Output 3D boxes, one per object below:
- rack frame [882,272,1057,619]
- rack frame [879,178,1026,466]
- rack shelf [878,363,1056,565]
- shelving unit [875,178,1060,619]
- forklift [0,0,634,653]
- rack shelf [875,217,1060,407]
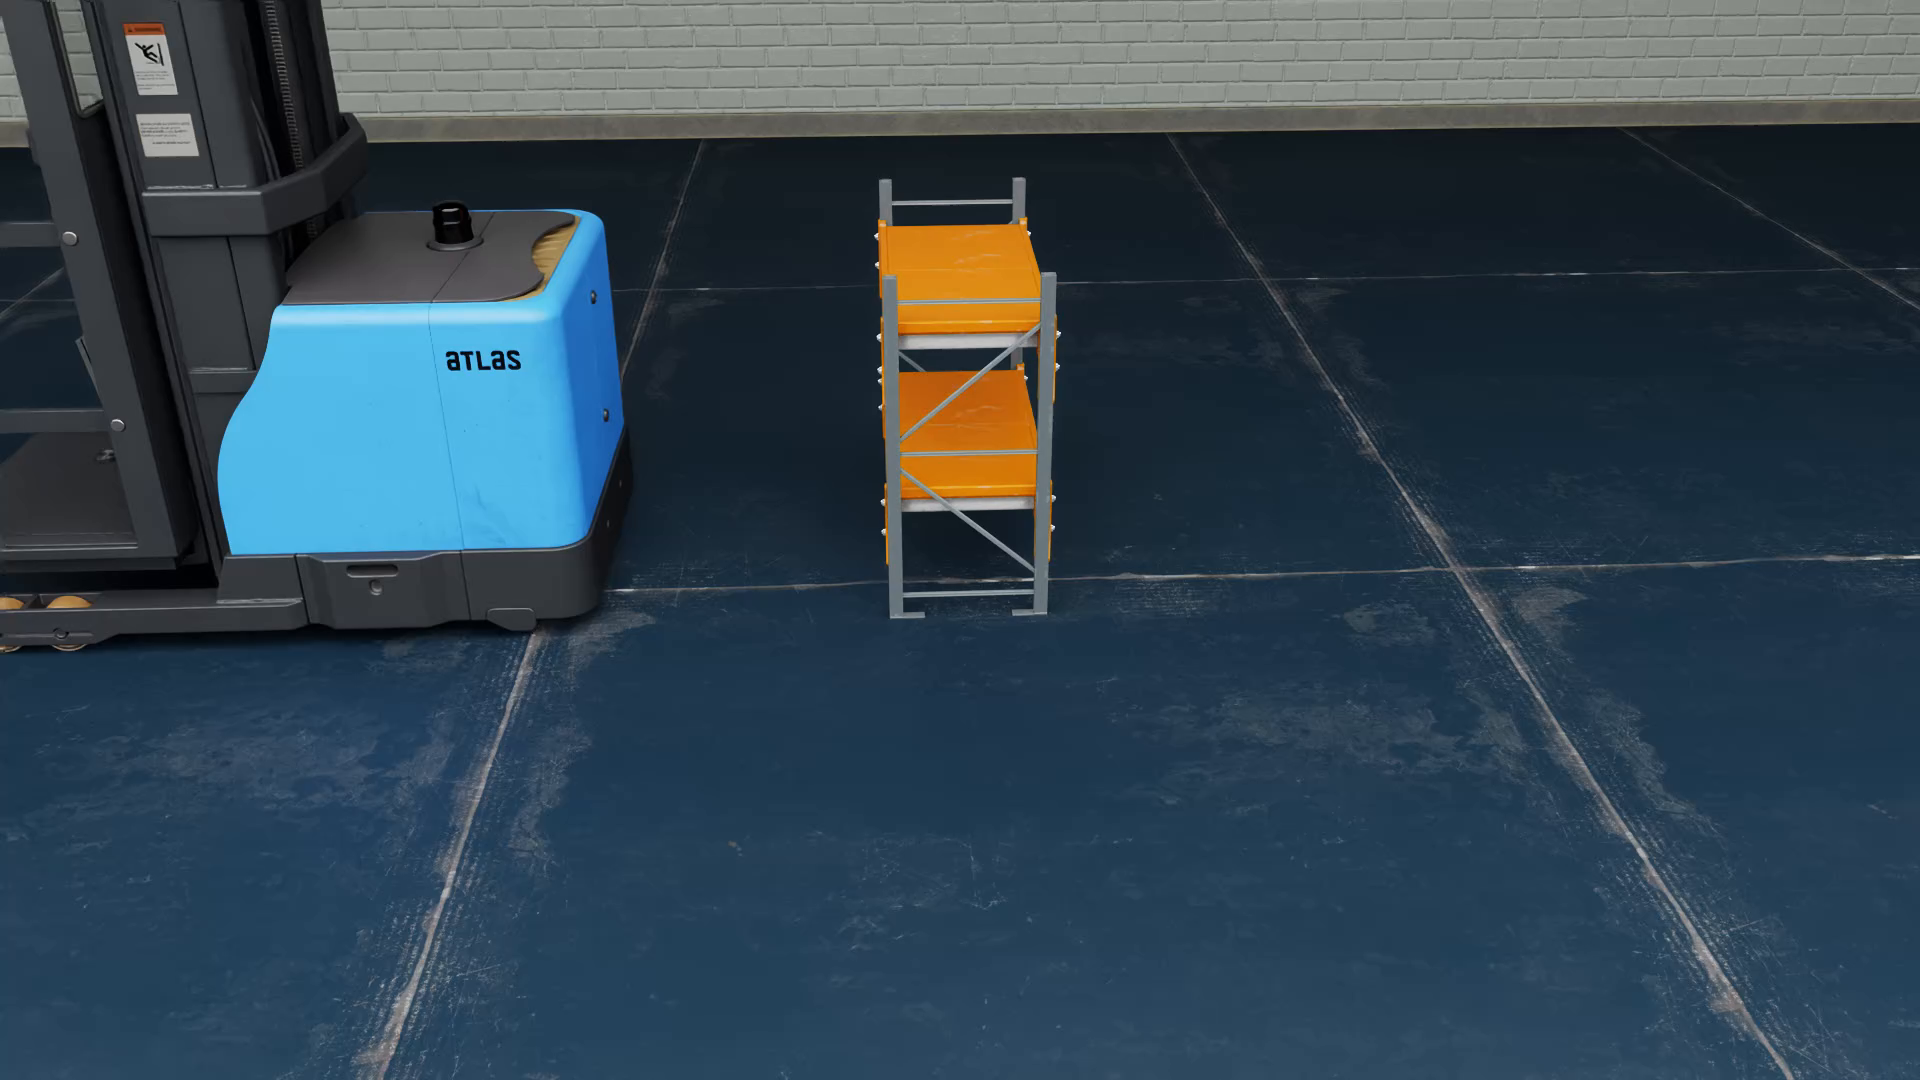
[{"bbox_3d":[0.027,-0.261,5.034,0.500,1.125,0.032,-1,28,-3],"label":"rack frame"},{"bbox_3d":[-0.026,-0.730,5.934,0.500,1.125,0.032,-1,28,-3],"label":"rack frame"},{"bbox_3d":[0.000,-0.279,5.597,0.538,0.278,1.000,-1,28,-3],"label":"rack shelf"},{"bbox_3d":[0.000,-0.496,5.484,0.538,1.125,1.048,-1,28,-3],"label":"shelving unit"},{"bbox_3d":[-2.665,-1.206,4.893,3.031,2.935,1.130,-1,28,-2],"label":"forklift"},{"bbox_3d":[0.000,-0.755,5.349,0.538,0.278,1.000,-1,28,-3],"label":"rack shelf"}]
